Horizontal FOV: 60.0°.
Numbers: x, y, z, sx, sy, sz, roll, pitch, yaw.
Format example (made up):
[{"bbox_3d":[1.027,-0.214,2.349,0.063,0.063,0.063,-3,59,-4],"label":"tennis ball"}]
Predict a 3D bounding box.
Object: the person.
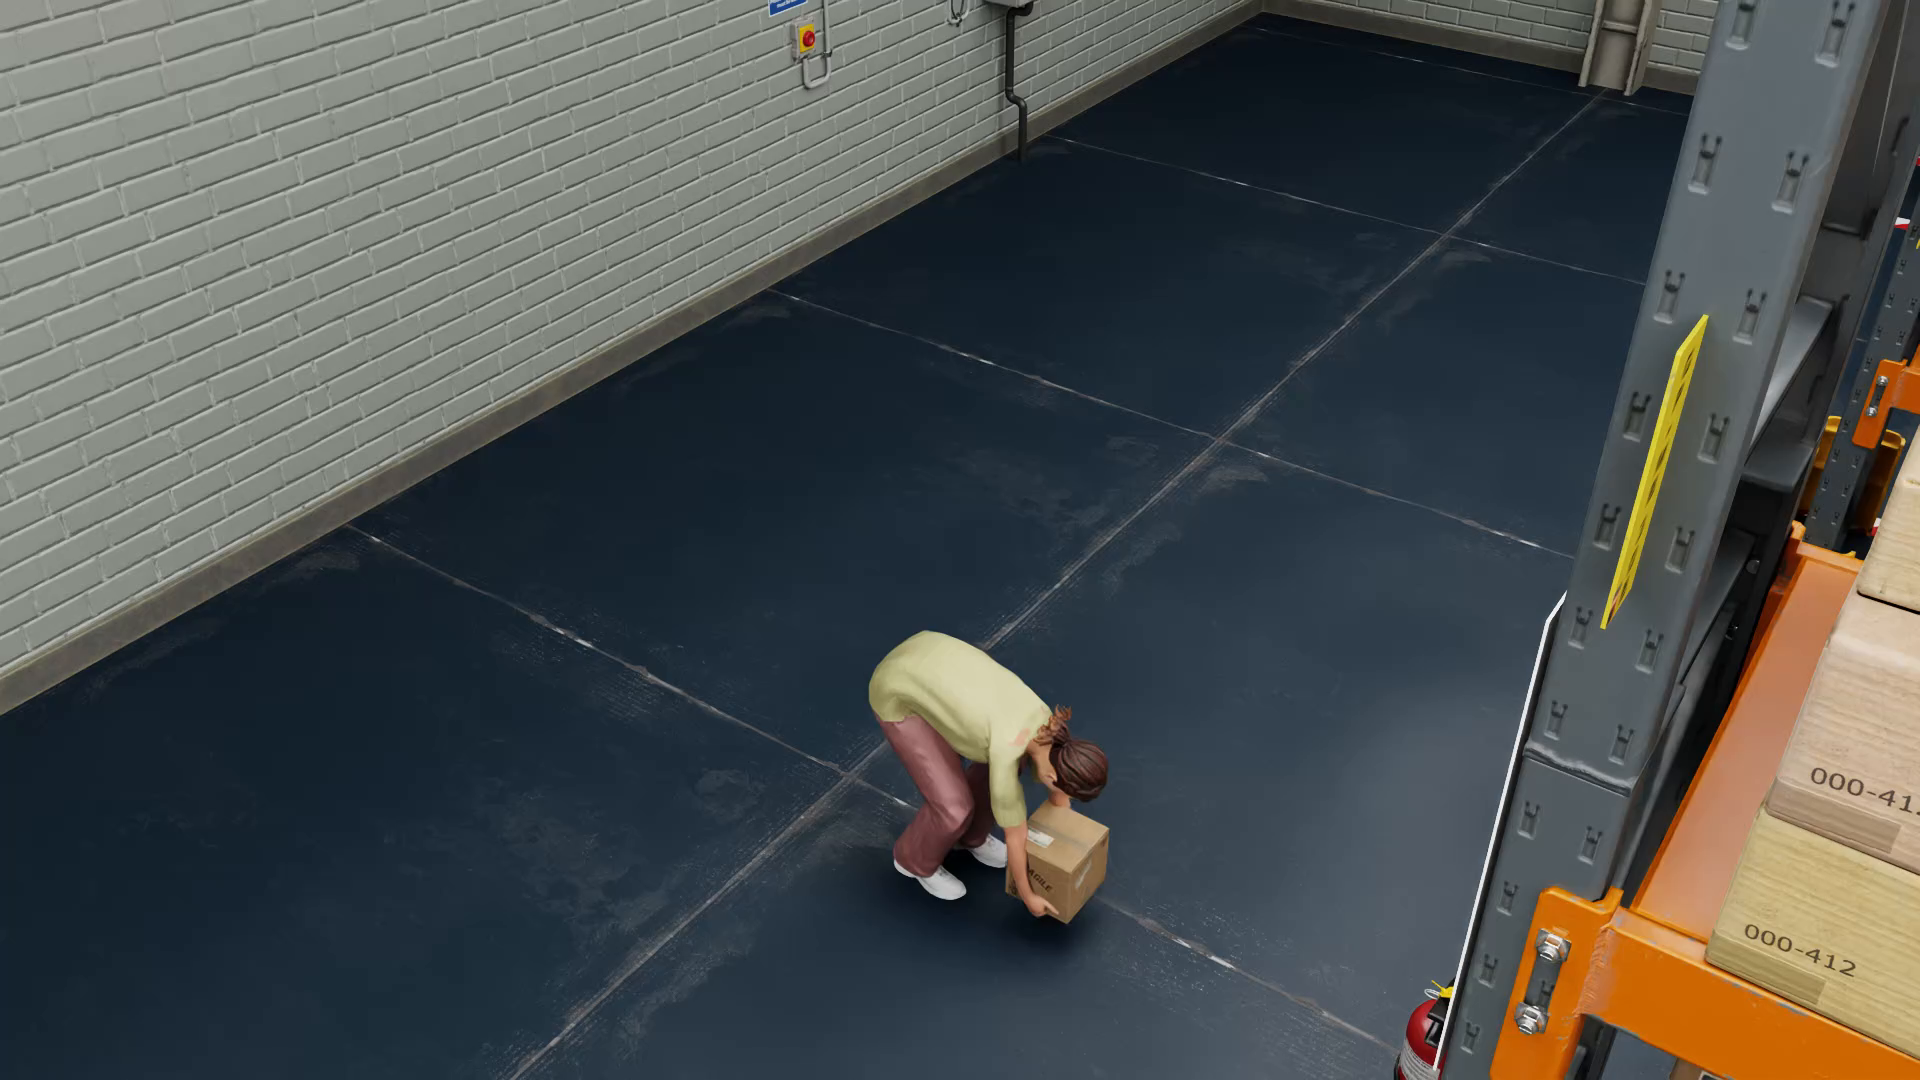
[{"bbox_3d":[0.098,0.815,5.606,0.855,0.947,0.450,20,39,26],"label":"person"}]
